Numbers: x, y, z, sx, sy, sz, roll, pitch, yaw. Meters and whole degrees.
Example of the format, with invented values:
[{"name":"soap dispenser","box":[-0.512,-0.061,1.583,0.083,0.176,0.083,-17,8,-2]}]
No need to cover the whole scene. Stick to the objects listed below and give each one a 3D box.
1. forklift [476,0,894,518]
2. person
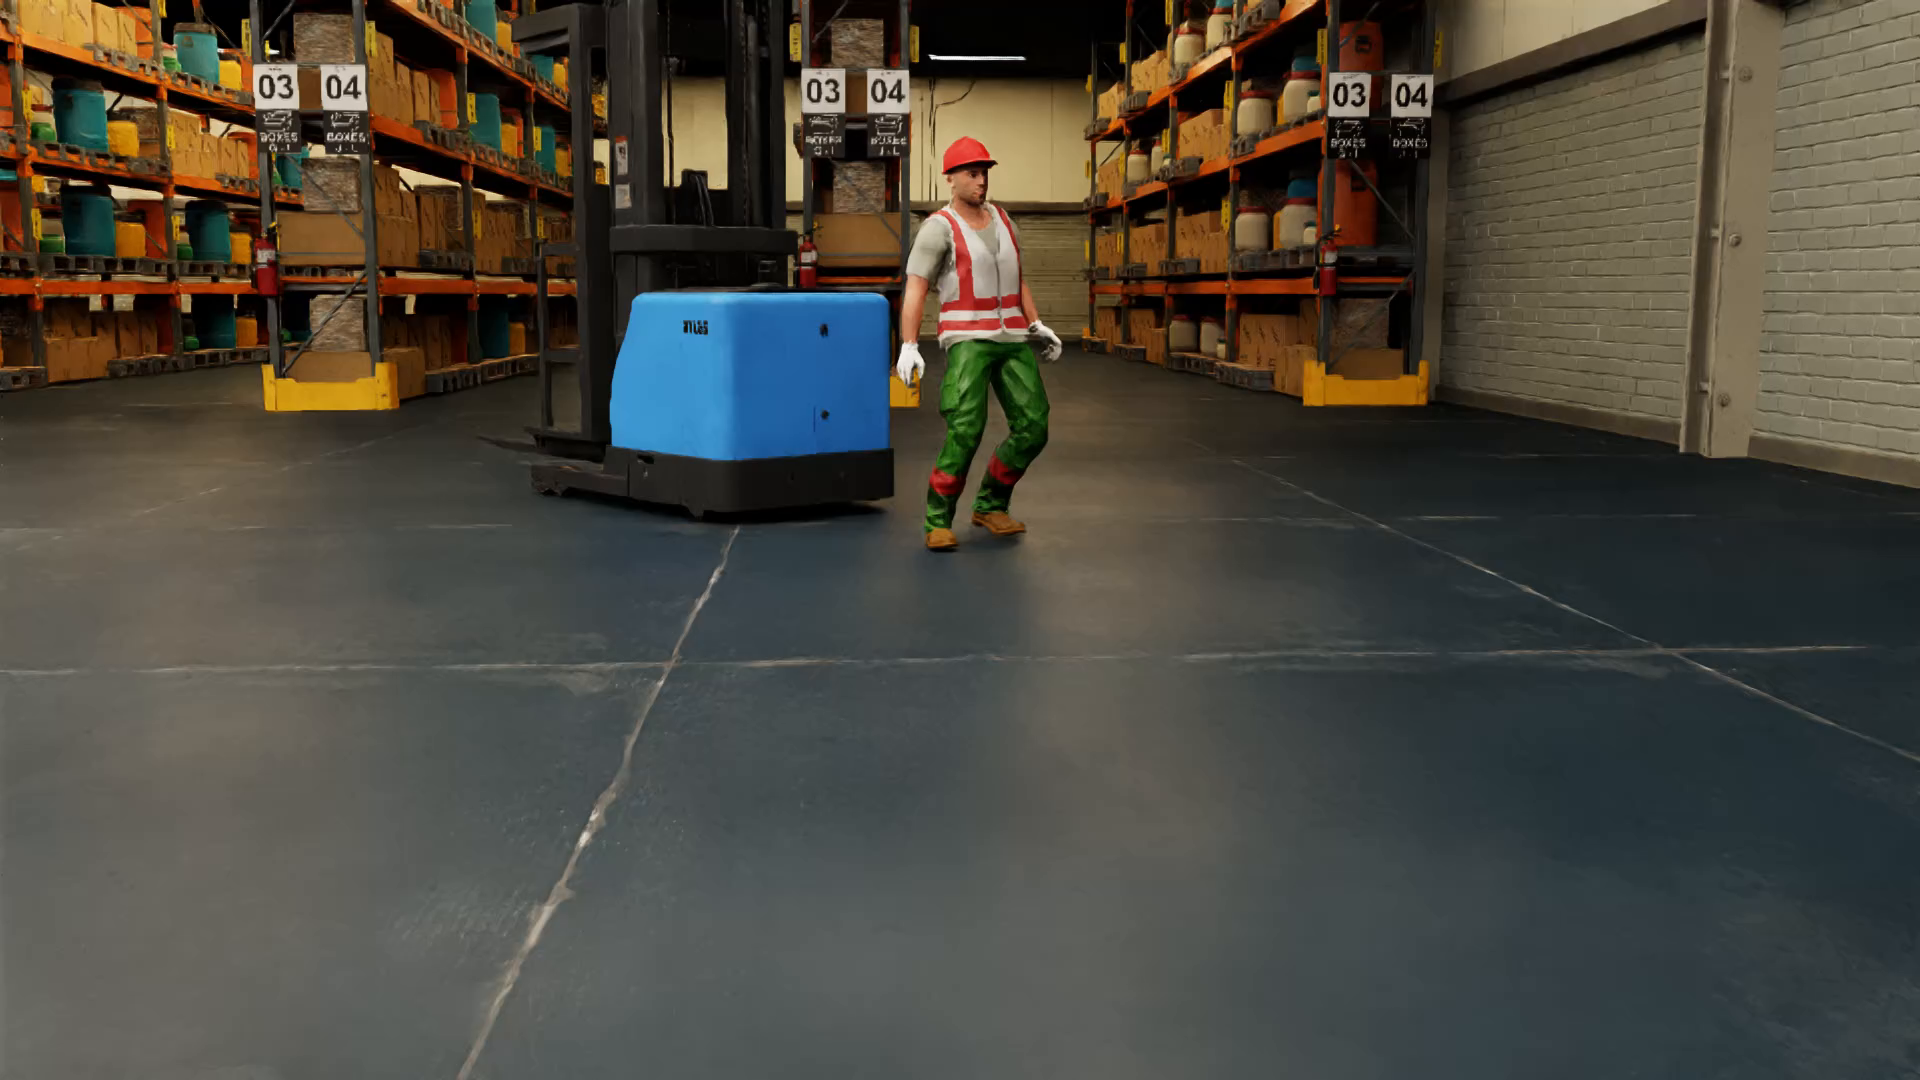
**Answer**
[{"name":"forklift","box":[-1.675,-1.720,8.918,1.130,2.935,3.031,-7,11,-40]},{"name":"person","box":[0.069,-0.832,7.084,0.783,1.727,0.429,-6,10,-34]}]
